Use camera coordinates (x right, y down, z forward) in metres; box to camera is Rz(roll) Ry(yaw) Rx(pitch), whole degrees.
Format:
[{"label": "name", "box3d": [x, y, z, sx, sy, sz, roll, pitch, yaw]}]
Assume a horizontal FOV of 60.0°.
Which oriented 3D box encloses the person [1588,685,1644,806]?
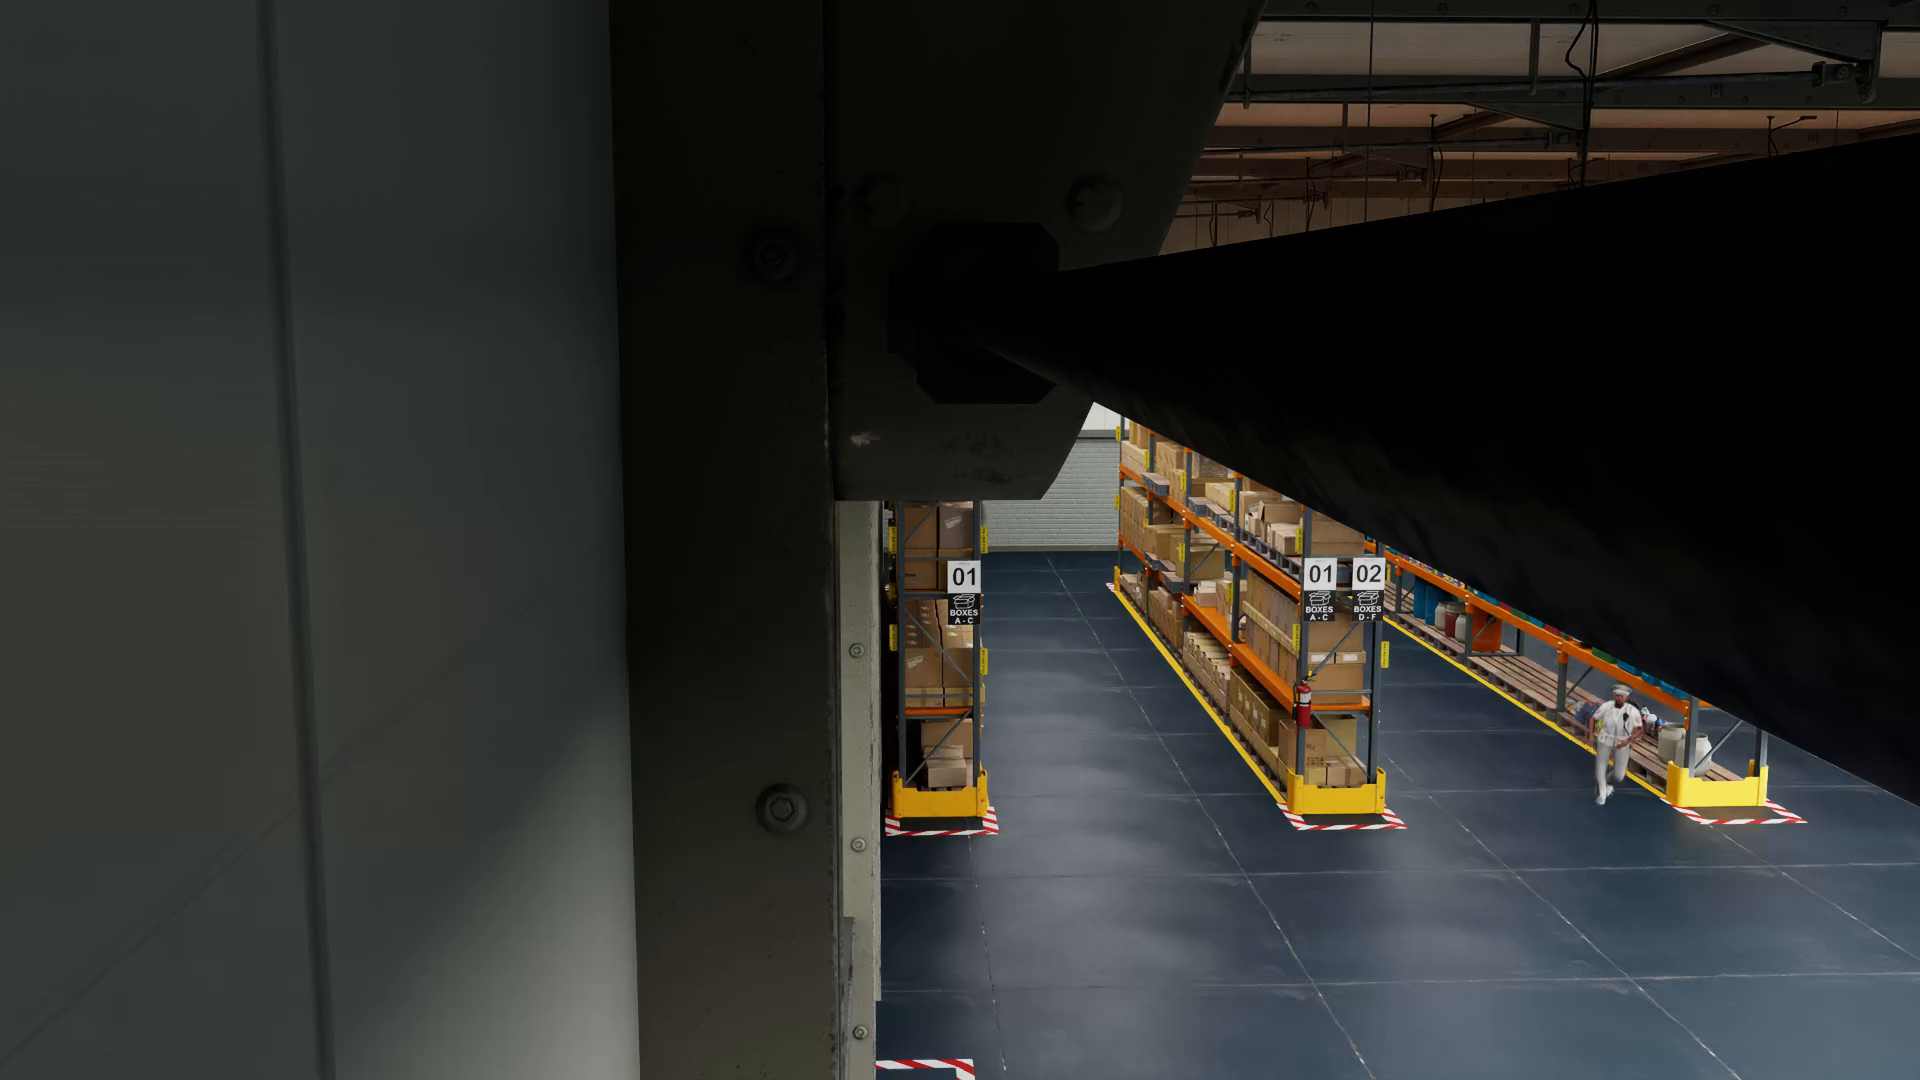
[{"label": "person", "box3d": [8.233, 2.571, 20.901, 0.653, 1.605, 0.514, 3, 9, 19]}]
